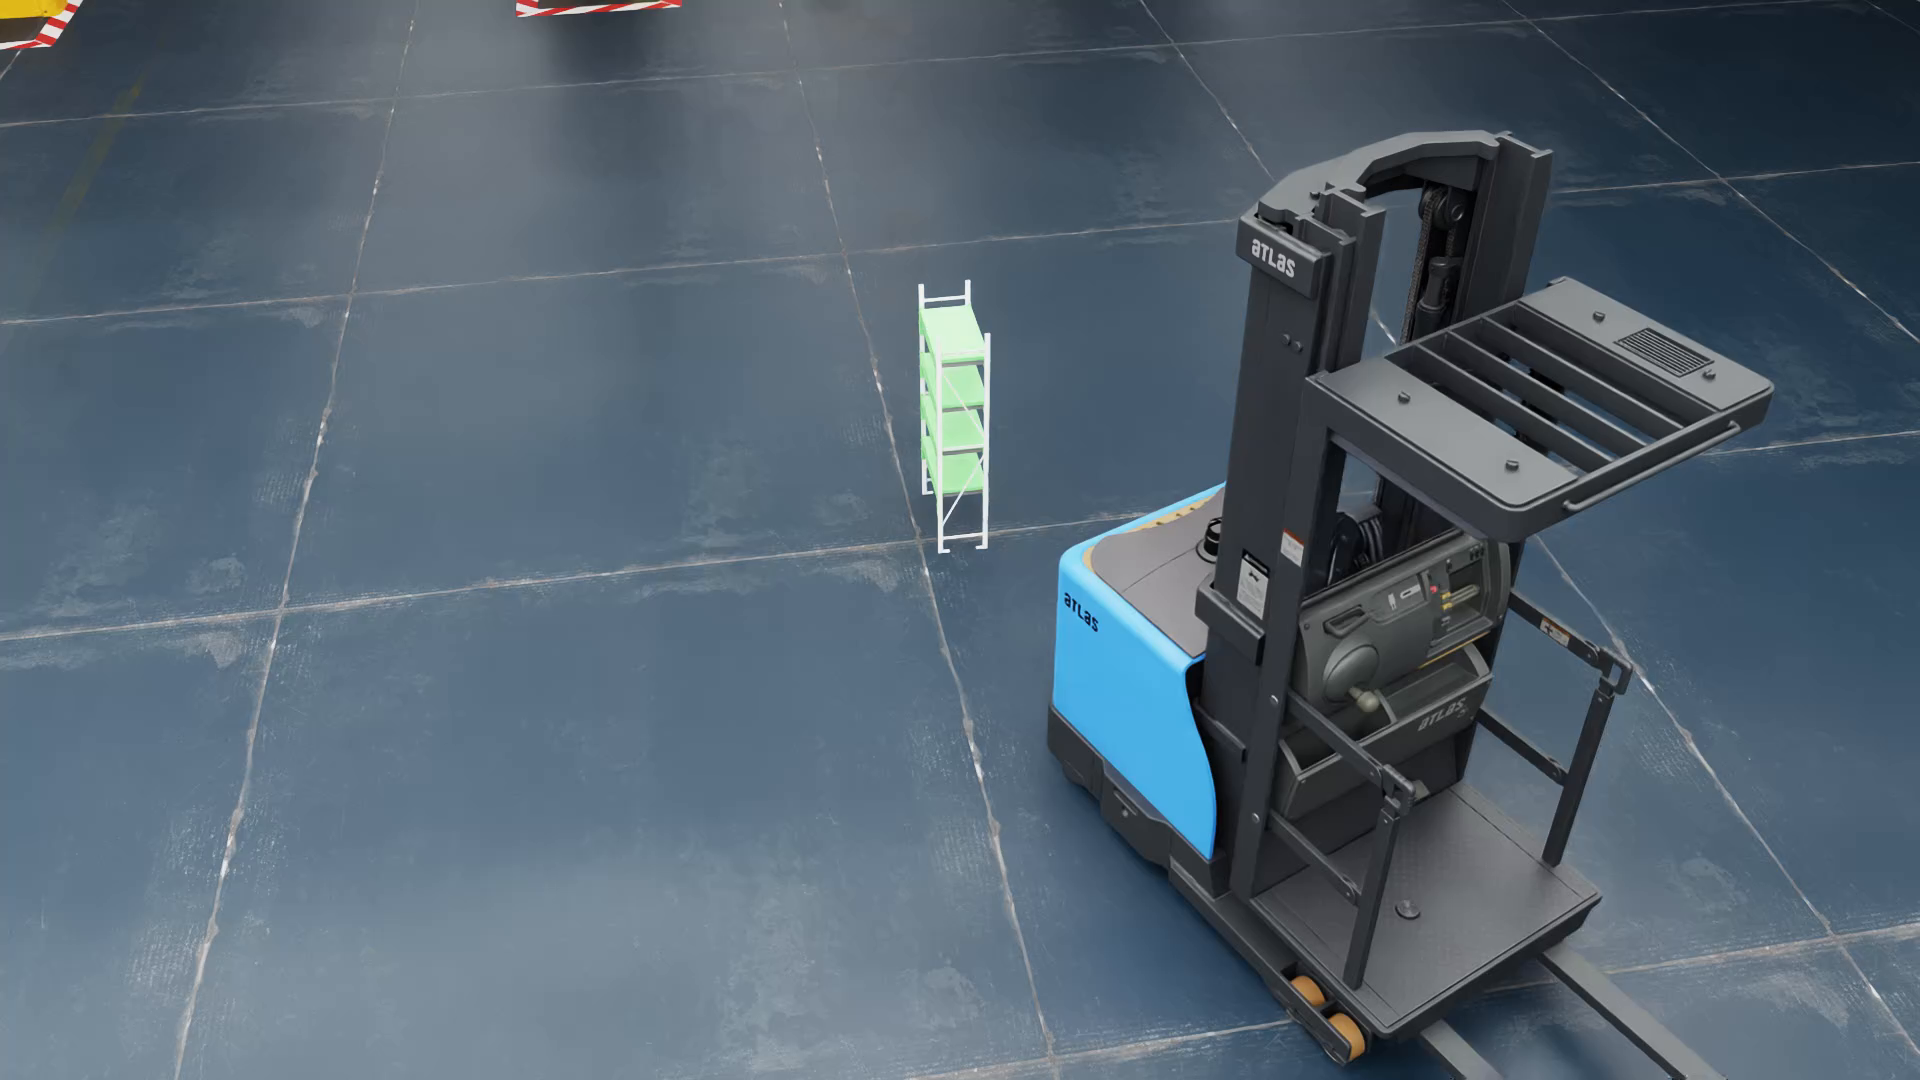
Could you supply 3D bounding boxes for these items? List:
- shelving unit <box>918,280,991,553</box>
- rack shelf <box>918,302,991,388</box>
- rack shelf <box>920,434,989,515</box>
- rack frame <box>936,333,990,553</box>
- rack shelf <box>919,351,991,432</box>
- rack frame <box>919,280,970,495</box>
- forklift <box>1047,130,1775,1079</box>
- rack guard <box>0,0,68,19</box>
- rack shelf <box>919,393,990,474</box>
[{"bbox_3d":[-0.029,-0.574,7.911,0.258,1.200,0.503,-6,38,-8],"label":"shelving unit"},{"bbox_3d":[-0.029,-0.902,7.655,0.258,0.148,0.480,-6,38,-8],"label":"rack shelf"},{"bbox_3d":[-0.029,-0.334,8.097,0.258,0.148,0.480,-6,38,-8],"label":"rack shelf"},{"bbox_3d":[0.014,-0.426,7.721,0.240,1.200,0.015,-6,38,-8],"label":"rack frame"},{"bbox_3d":[-0.029,-0.713,7.802,0.258,0.148,0.480,-6,38,-8],"label":"rack shelf"},{"bbox_3d":[-0.072,-0.721,8.100,0.240,1.200,0.015,-6,38,-8],"label":"rack frame"},{"bbox_3d":[1.592,0.328,5.339,1.130,2.935,3.031,-22,43,-26],"label":"forklift"},{"bbox_3d":[-8.032,-4.561,13.613,1.175,0.500,0.348,-6,38,-8],"label":"rack guard"},{"bbox_3d":[-0.029,-0.523,7.950,0.258,0.148,0.480,-6,38,-8],"label":"rack shelf"}]
